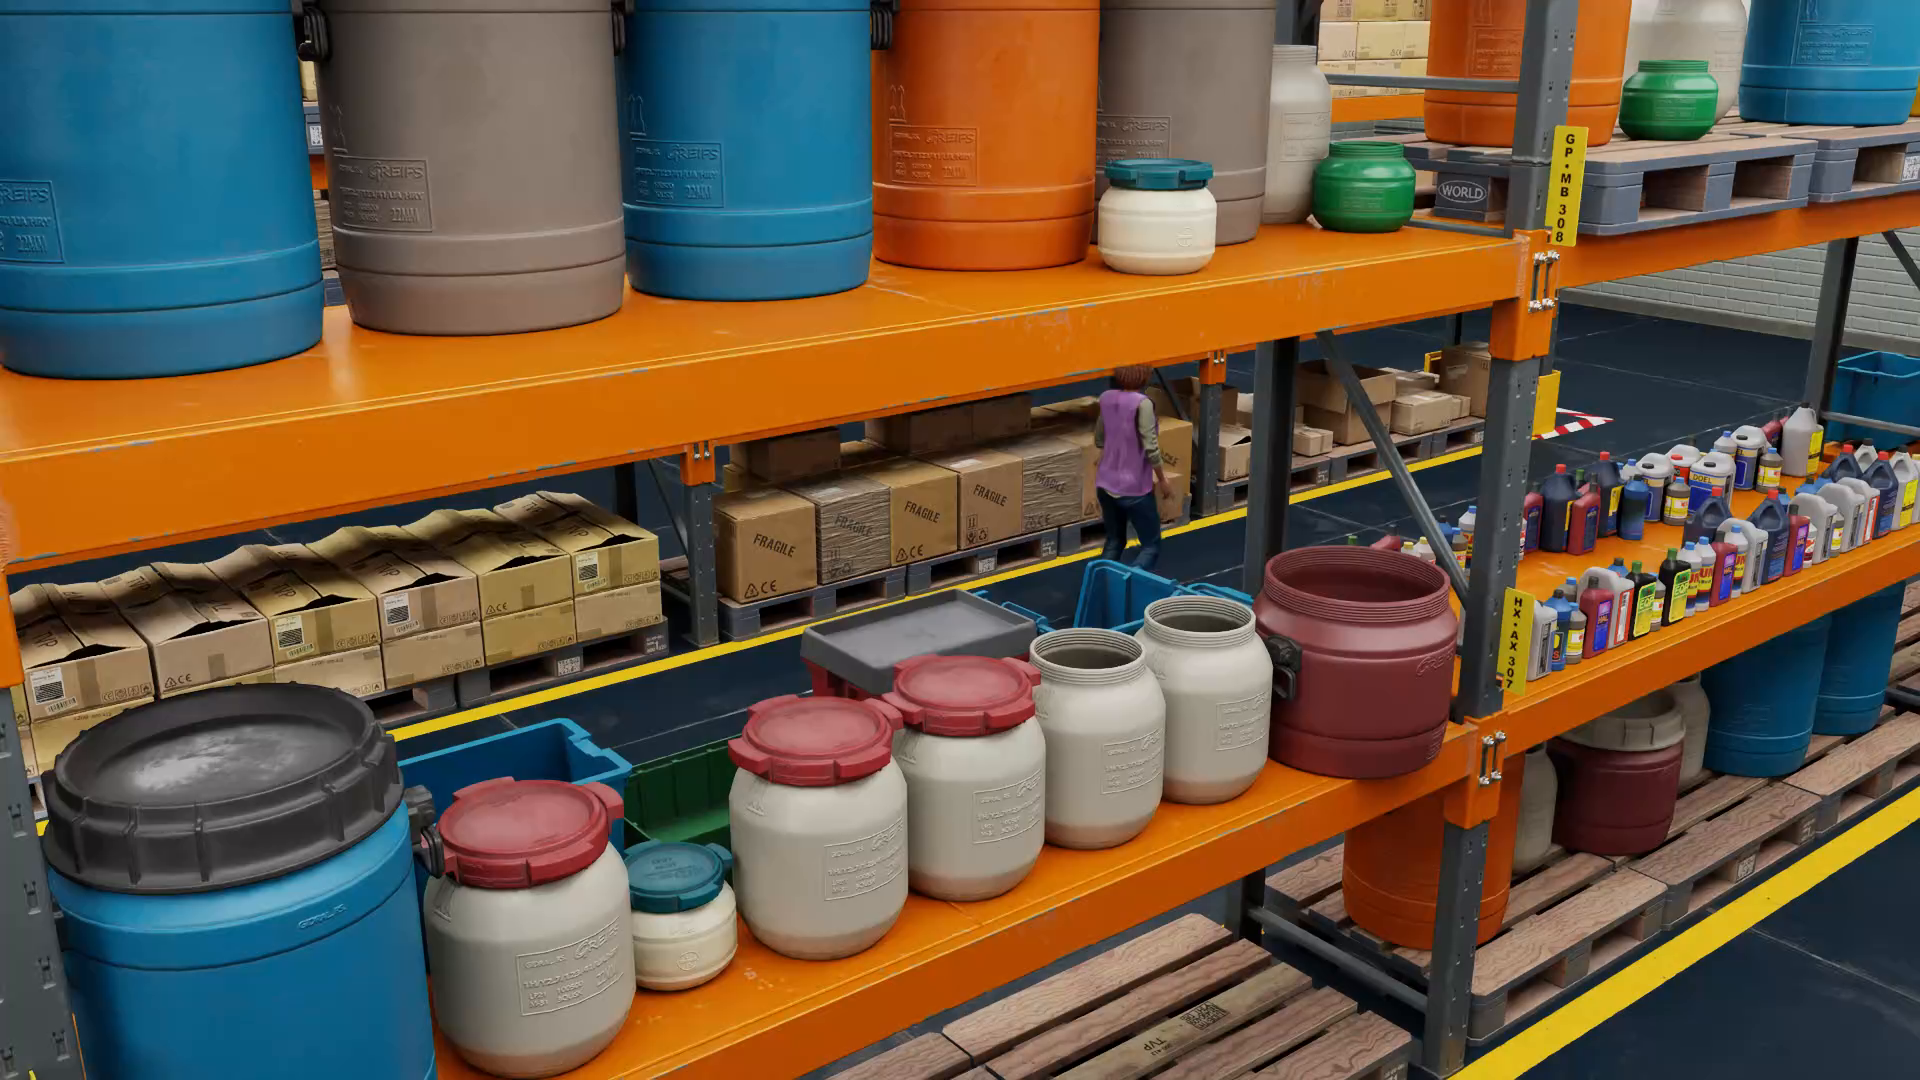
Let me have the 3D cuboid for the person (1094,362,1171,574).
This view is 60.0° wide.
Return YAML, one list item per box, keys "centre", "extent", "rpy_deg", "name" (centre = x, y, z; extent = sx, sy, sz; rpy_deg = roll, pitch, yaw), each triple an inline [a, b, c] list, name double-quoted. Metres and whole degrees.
- centre: [0.963, -0.301, 9.530]
  extent: [0.429, 1.574, 0.513]
  rpy_deg: [-15, 23, -38]
  name: "person"
